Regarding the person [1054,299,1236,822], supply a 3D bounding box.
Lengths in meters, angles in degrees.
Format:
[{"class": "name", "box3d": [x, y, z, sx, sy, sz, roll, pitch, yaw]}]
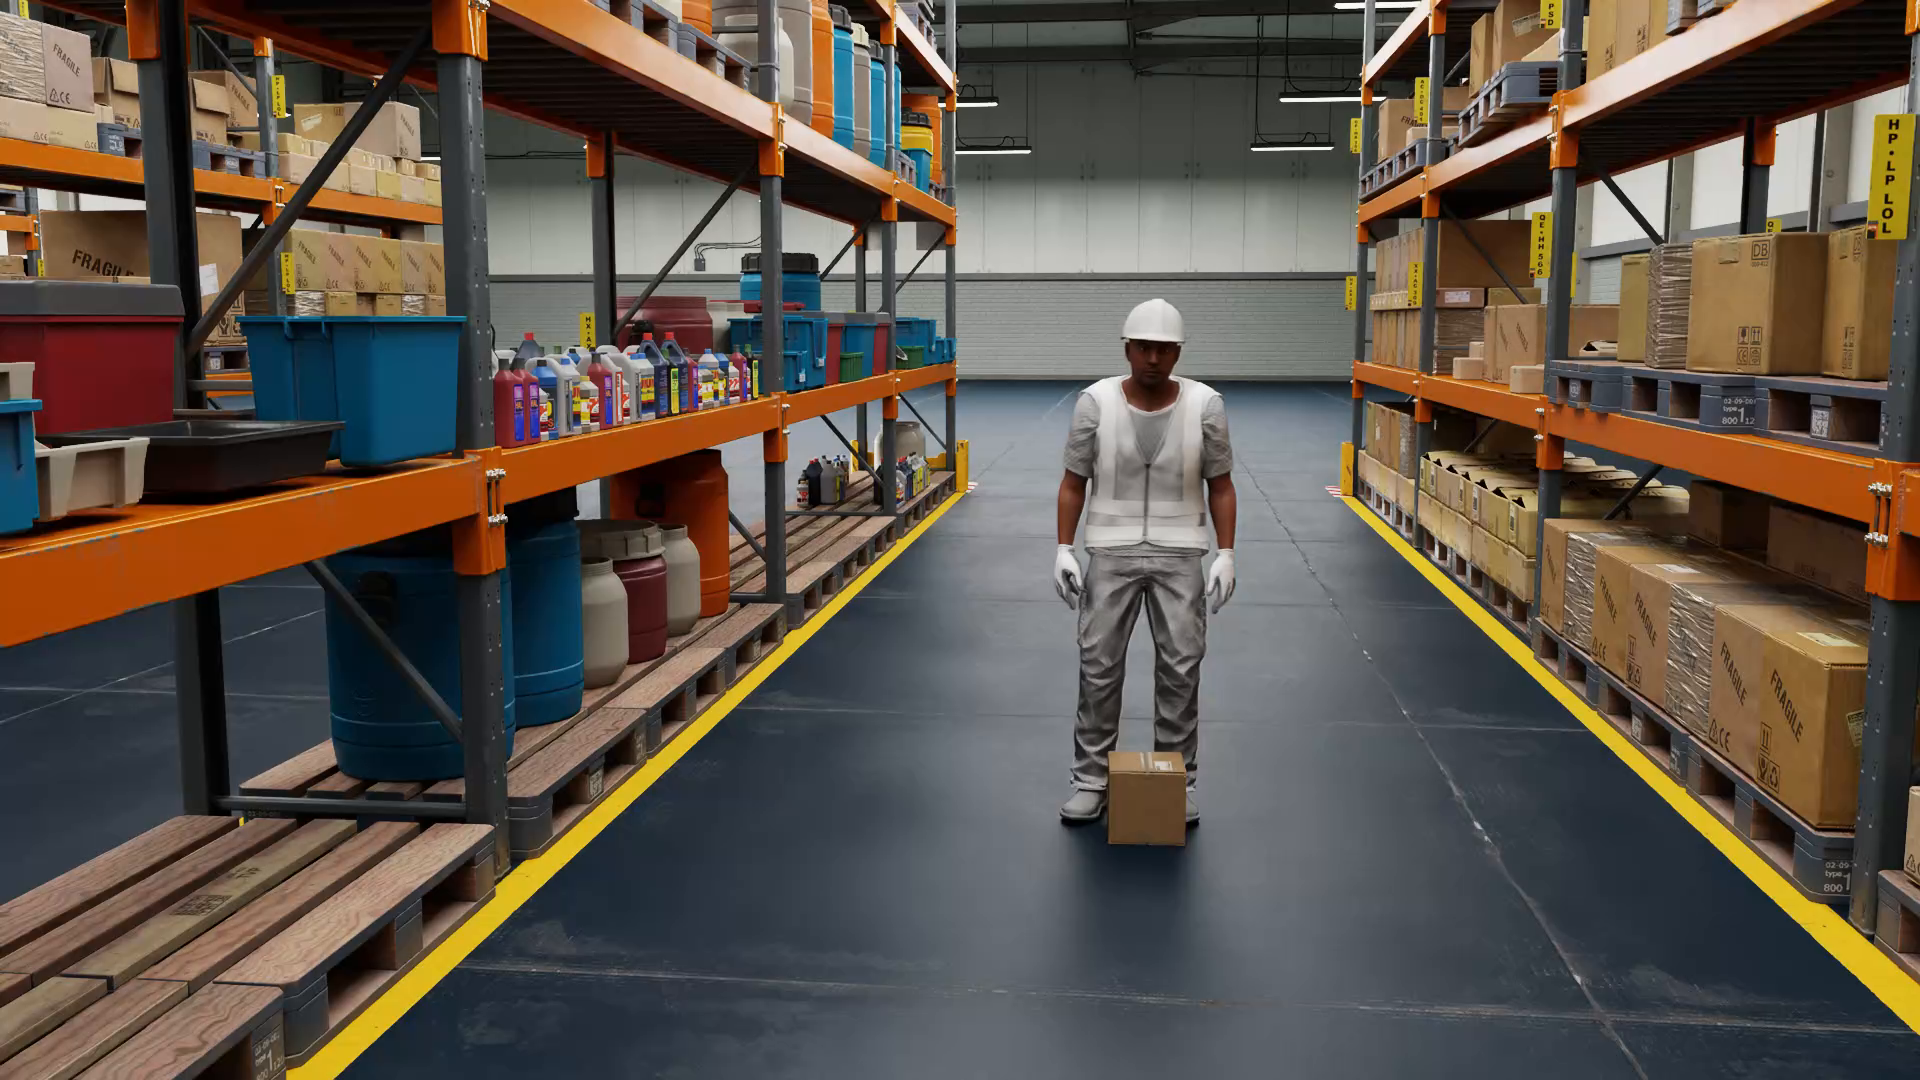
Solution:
[{"class": "person", "box3d": [0.630, 0.075, 5.673, 0.616, 1.775, 0.447, 1, 8, 6]}]
